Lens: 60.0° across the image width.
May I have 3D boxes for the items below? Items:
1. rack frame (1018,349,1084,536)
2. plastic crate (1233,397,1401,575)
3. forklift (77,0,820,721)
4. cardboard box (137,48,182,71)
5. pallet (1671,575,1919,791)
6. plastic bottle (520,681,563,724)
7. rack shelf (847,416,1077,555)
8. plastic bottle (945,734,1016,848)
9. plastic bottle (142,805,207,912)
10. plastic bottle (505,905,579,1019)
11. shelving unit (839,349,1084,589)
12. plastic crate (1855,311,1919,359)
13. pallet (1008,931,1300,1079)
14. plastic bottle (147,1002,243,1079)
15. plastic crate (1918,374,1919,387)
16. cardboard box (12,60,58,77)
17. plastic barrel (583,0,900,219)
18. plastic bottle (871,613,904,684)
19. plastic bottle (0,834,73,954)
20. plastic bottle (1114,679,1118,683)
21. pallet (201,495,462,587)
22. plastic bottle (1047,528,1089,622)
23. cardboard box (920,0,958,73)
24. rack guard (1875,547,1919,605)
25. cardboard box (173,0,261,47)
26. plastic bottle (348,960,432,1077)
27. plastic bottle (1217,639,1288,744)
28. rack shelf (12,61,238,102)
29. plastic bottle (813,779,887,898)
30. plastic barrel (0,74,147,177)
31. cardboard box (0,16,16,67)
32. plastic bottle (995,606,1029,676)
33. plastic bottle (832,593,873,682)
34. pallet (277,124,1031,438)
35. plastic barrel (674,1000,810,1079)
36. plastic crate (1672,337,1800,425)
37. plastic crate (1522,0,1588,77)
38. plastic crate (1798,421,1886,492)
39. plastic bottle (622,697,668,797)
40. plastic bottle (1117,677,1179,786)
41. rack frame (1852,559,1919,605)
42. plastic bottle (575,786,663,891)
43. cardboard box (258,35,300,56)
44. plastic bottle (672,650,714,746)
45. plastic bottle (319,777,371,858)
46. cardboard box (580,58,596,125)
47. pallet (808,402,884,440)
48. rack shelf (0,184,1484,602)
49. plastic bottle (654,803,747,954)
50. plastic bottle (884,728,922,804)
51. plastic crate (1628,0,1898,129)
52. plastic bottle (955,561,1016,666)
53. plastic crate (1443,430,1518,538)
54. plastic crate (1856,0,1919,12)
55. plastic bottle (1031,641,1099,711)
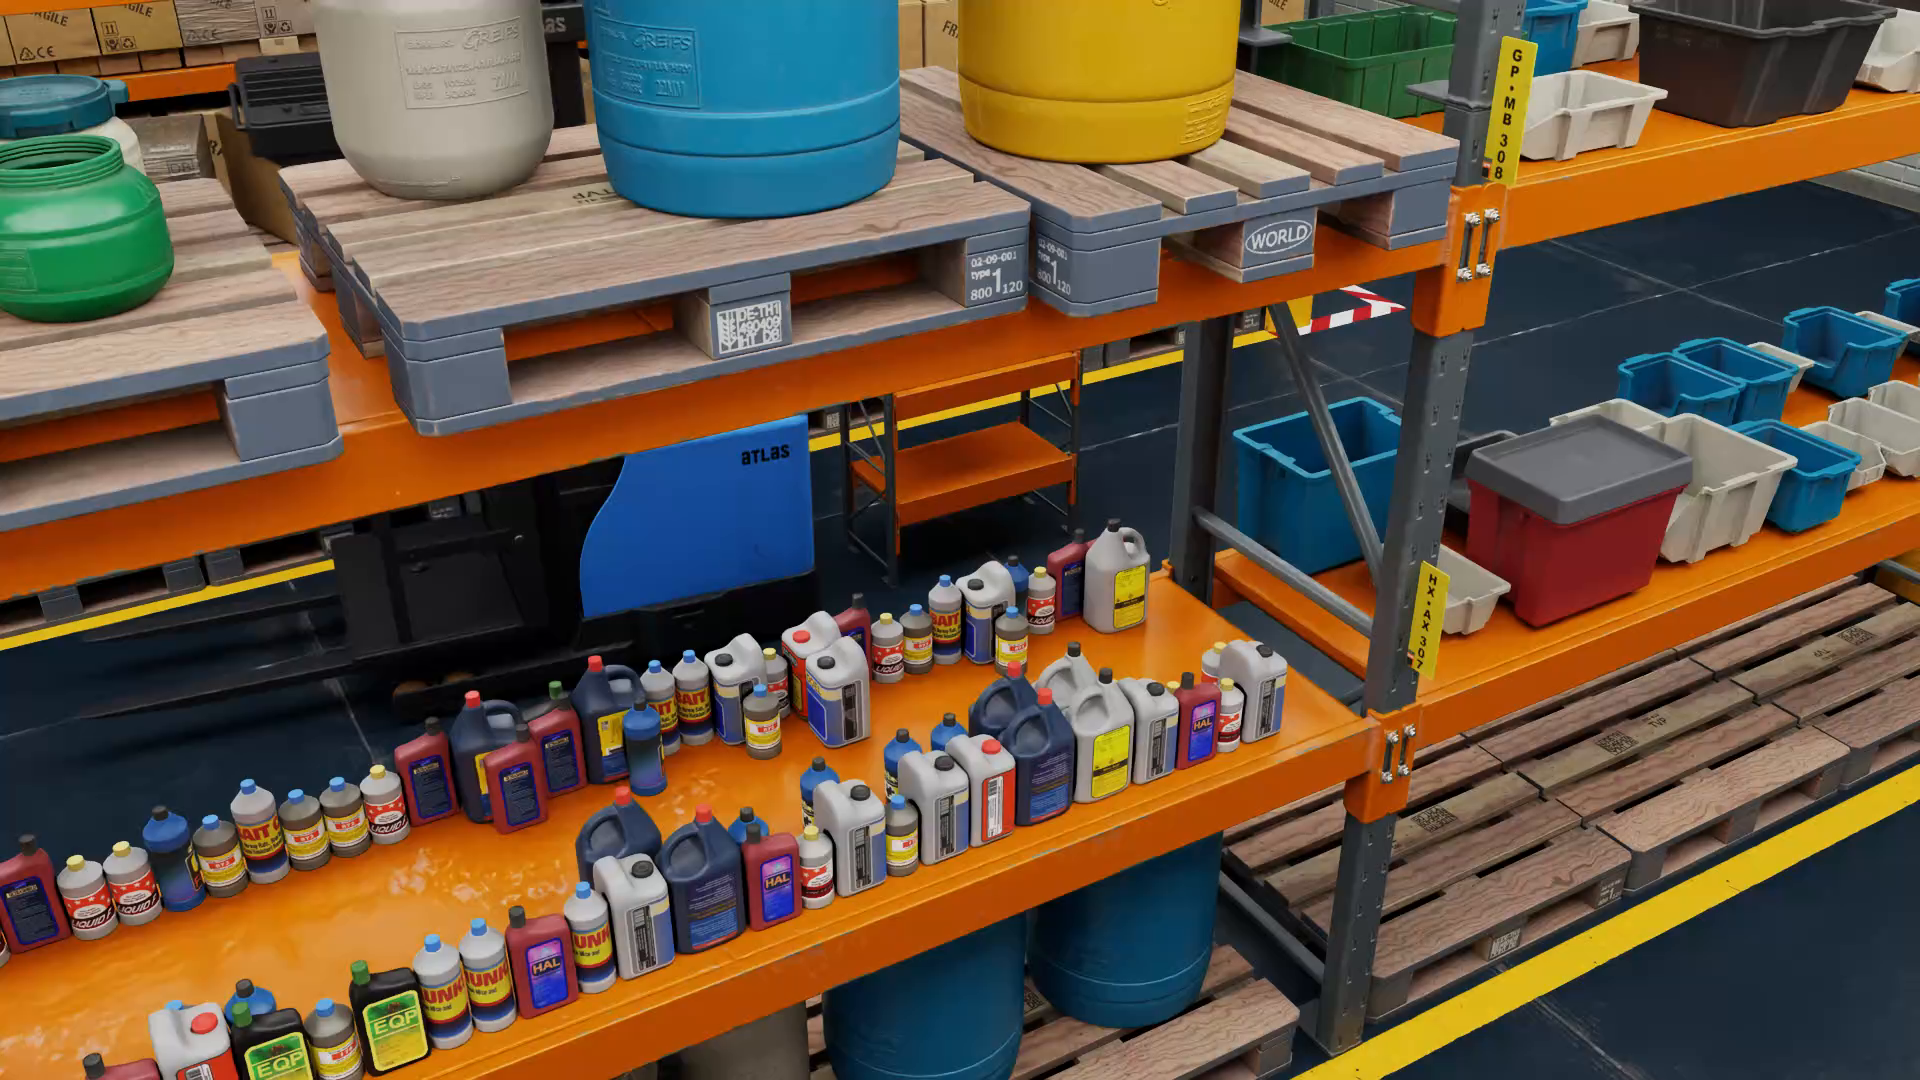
[{"bbox_3d":[0.444,-0.619,8.207,0.032,1.125,0.500,-16,33,-26],"label":"rack frame"},{"bbox_3d":[1.208,-0.166,5.401,0.575,0.384,0.392,-16,33,-26],"label":"plastic crate"},{"bbox_3d":[-2.199,-0.822,6.707,3.031,2.935,1.130,-12,31,-20],"label":"forklift"},{"bbox_3d":[-5.541,-3.363,11.478,0.250,0.149,0.380,-15,32,-25],"label":"cardboard box"},{"bbox_3d":[3.696,0.537,7.059,1.213,0.211,1.003,-16,33,-26],"label":"pallet"},{"bbox_3d":[-1.078,0.505,4.351,0.133,0.283,0.061,-16,33,-26],"label":"plastic bottle"},{"bbox_3d":[0.006,-0.280,8.099,1.000,0.278,0.538,-16,33,-26],"label":"rack shelf"},{"bbox_3d":[0.052,0.608,4.173,0.135,0.276,0.152,-16,33,-26],"label":"plastic bottle"},{"bbox_3d":[-1.862,0.743,3.932,0.097,0.271,0.097,0,29,0],"label":"plastic bottle"},{"bbox_3d":[-0.914,0.905,3.627,0.133,0.283,0.061,-16,33,-26],"label":"plastic bottle"},{"bbox_3d":[0.006,-0.494,7.981,1.048,1.125,0.538,-16,33,-26],"label":"shelving unit"},{"bbox_3d":[3.729,-0.813,6.830,0.298,0.136,0.250,-16,33,-26],"label":"plastic crate"},{"bbox_3d":[0.292,1.502,5.310,1.213,0.211,1.003,-16,33,-26],"label":"pallet"},{"bbox_3d":[-1.535,1.058,3.356,0.135,0.276,0.152,-16,33,-26],"label":"plastic bottle"},{"bbox_3d":[3.816,-0.505,6.272,0.243,0.136,0.396,-16,33,-26],"label":"plastic crate"},{"bbox_3d":[-6.221,-3.189,11.164,0.250,0.149,0.380,-15,32,-25],"label":"cardboard box"},{"bbox_3d":[-0.416,-1.126,3.127,0.708,0.901,0.600,-16,33,-26],"label":"plastic barrel"},{"bbox_3d":[-0.211,0.305,4.798,0.097,0.201,0.097,0,29,0],"label":"plastic bottle"},{"bbox_3d":[-2.139,0.806,3.805,0.133,0.283,0.061,-16,33,-26],"label":"plastic bottle"},{"bbox_3d":[0.408,0.470,4.500,0.097,0.201,0.097,0,29,0],"label":"plastic bottle"},{"bbox_3d":[-3.263,-0.219,8.428,1.213,0.211,1.003,-16,33,-26],"label":"pallet"},{"bbox_3d":[0.331,0.105,5.076,0.133,0.283,0.061,-16,33,-26],"label":"plastic bottle"},{"bbox_3d":[-0.091,-2.687,8.876,0.500,0.500,0.500,-17,33,-28],"label":"cardboard box"},{"bbox_3d":[4.441,0.213,7.346,0.348,0.500,1.175,-16,33,-26],"label":"rack guard"},{"bbox_3d":[-5.183,-3.734,11.479,0.500,0.500,0.500,-16,33,-26],"label":"cardboard box"},{"bbox_3d":[-1.197,0.985,3.482,0.133,0.283,0.061,-16,33,-26],"label":"plastic bottle"},{"bbox_3d":[0.802,0.395,4.558,0.135,0.276,0.152,-16,33,-26],"label":"plastic bottle"},{"bbox_3d":[-5.765,-3.213,11.712,4.000,0.370,1.077,-16,33,-26],"label":"rack shelf"},{"bbox_3d":[-0.264,0.698,4.010,0.135,0.276,0.152,-16,33,-26],"label":"plastic bottle"},{"bbox_3d":[-1.620,-0.671,2.966,0.301,0.262,0.301,0,29,0],"label":"plastic barrel"},{"bbox_3d":[-6.485,-3.358,10.798,0.500,0.500,0.500,-15,32,-25],"label":"cardboard box"},{"bbox_3d":[0.150,0.288,4.829,0.097,0.201,0.097,0,29,0],"label":"plastic bottle"},{"bbox_3d":[-0.320,0.290,4.741,0.133,0.283,0.061,-16,33,-26],"label":"plastic bottle"},{"bbox_3d":[-0.624,-0.610,3.341,1.213,0.211,1.003,-16,33,-26],"label":"pallet"},{"bbox_3d":[-0.642,1.415,4.721,0.421,0.512,0.421,0,29,0],"label":"plastic barrel"},{"bbox_3d":[2.912,-0.577,6.302,0.300,0.233,0.416,-16,33,-26],"label":"plastic crate"},{"bbox_3d":[1.601,-1.486,4.908,0.300,0.233,0.416,-16,33,-26],"label":"plastic crate"},{"bbox_3d":[3.085,-0.282,5.867,0.250,0.136,0.298,-16,33,-26],"label":"plastic crate"},{"bbox_3d":[-0.821,0.529,4.321,0.097,0.271,0.097,0,29,0],"label":"plastic bottle"},{"bbox_3d":[0.487,0.484,4.396,0.135,0.276,0.152,-16,33,-26],"label":"plastic bottle"},{"bbox_3d":[4.427,-0.870,6.721,0.127,3.000,1.000,-16,33,-26],"label":"rack frame"},{"bbox_3d":[-0.791,0.732,3.871,0.185,0.351,0.144,-16,33,-26],"label":"plastic bottle"},{"bbox_3d":[-4.839,-3.510,11.746,0.250,0.149,0.380,-16,33,-26],"label":"cardboard box"},{"bbox_3d":[-0.726,0.421,4.516,0.097,0.271,0.097,0,29,0],"label":"plastic bottle"},{"bbox_3d":[-1.527,0.679,4.121,0.097,0.201,0.097,0,29,0],"label":"plastic bottle"},{"bbox_3d":[-2.050,-2.160,8.521,0.700,0.500,0.500,22,36,34],"label":"cardboard box"},{"bbox_3d":[-0.935,-0.902,9.666,1.213,0.211,1.003,-16,33,-26],"label":"pallet"},{"bbox_3d":[-0.746,-0.399,3.509,4.000,0.370,1.077,-16,33,-26],"label":"rack shelf"},{"bbox_3d":[-0.598,0.762,3.816,0.185,0.351,0.144,-16,33,-26],"label":"plastic bottle"},{"bbox_3d":[-0.143,0.595,4.200,0.097,0.271,0.097,0,29,0],"label":"plastic bottle"},{"bbox_3d":[2.188,-1.336,4.598,0.590,0.269,0.497,-16,33,-26],"label":"plastic crate"},{"bbox_3d":[0.071,0.208,4.897,0.135,0.276,0.152,-16,33,-26],"label":"plastic bottle"},{"bbox_3d":[1.807,-0.182,5.698,0.590,0.125,0.437,-16,33,-26],"label":"plastic crate"},{"bbox_3d":[2.970,-1.896,5.541,0.767,0.338,0.504,-16,33,-26],"label":"plastic crate"},{"bbox_3d":[0.279,0.432,4.413,0.185,0.351,0.144,-16,33,-26],"label":"plastic bottle"}]
